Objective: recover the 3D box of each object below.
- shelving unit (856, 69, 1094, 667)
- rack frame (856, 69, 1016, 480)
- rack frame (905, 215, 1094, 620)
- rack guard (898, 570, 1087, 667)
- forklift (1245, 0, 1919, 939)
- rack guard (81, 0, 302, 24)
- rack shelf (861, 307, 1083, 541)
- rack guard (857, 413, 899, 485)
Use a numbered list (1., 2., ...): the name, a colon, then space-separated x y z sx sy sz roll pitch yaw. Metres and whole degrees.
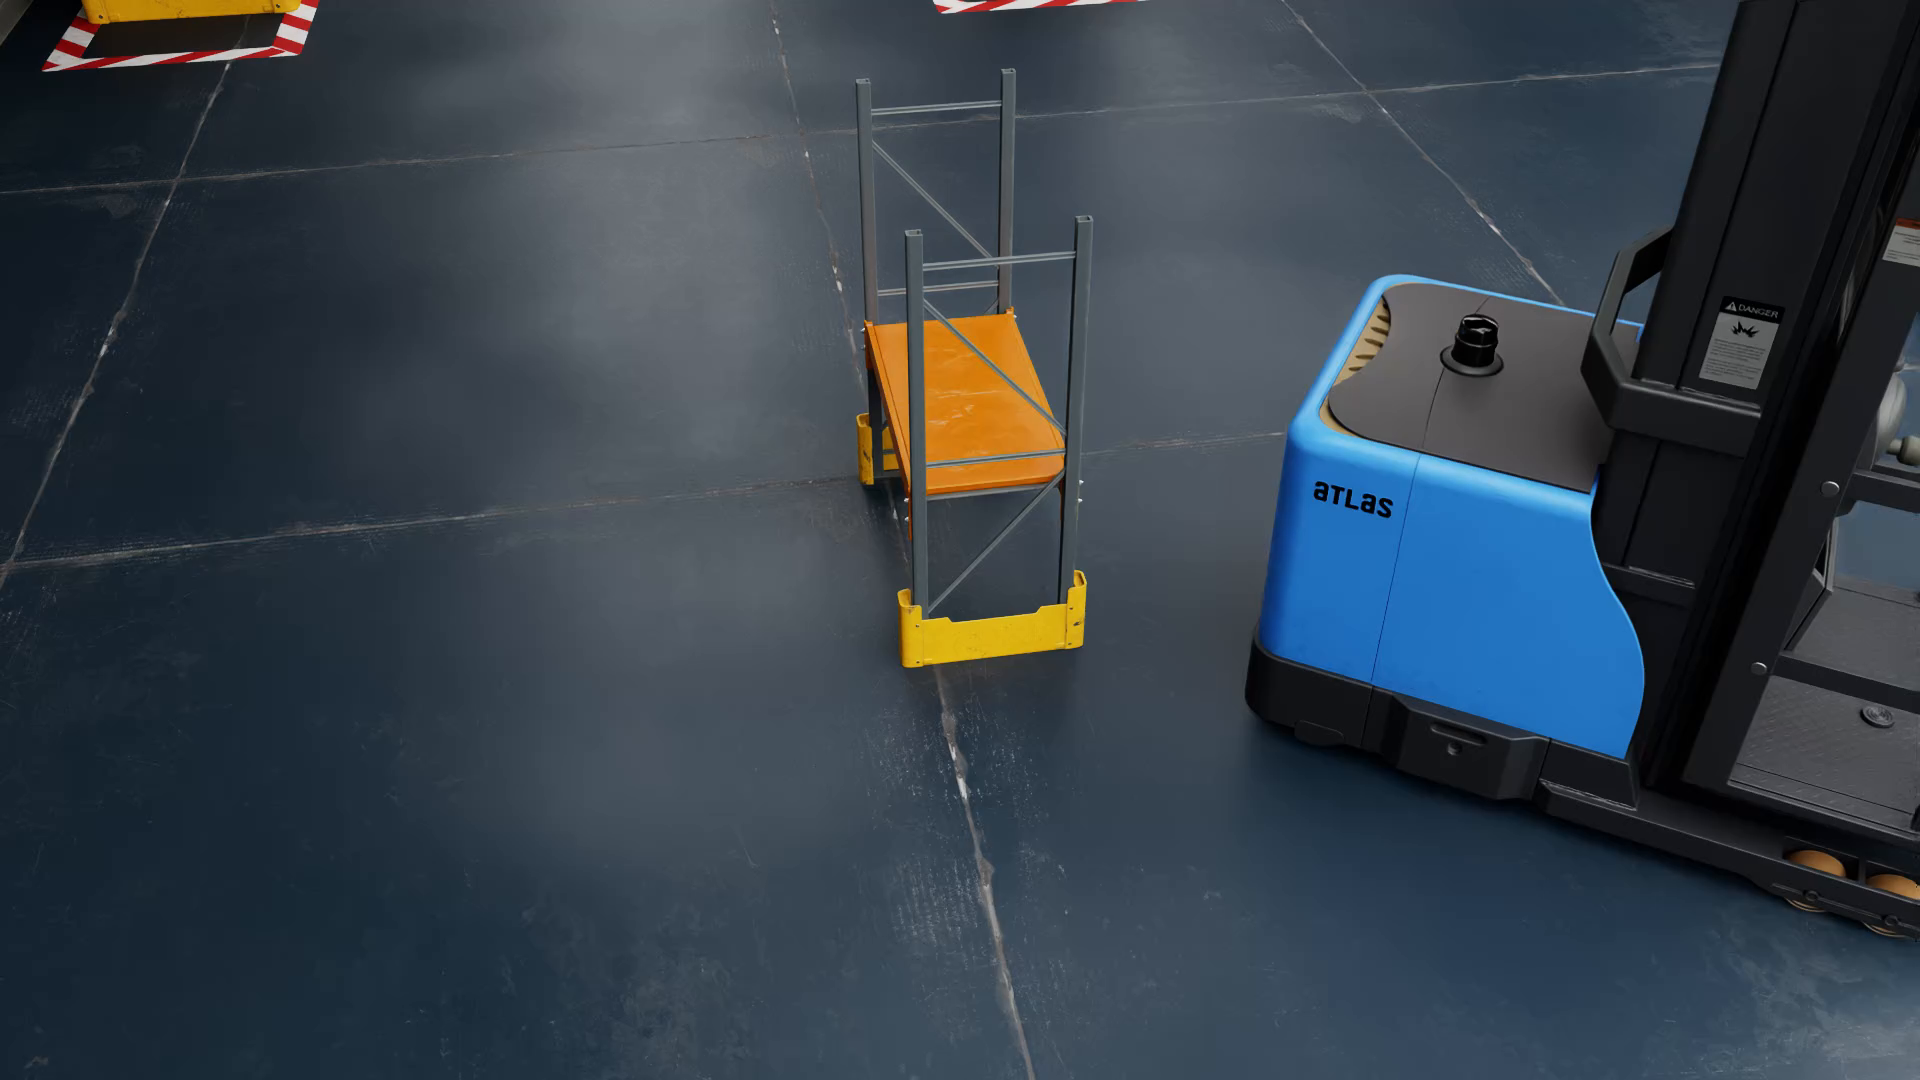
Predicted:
1. shelving unit: 0.013 -0.546 5.231 0.587 1.500 1.083 -6 38 -8
2. rack frame: -0.074 -0.848 5.619 0.500 1.500 0.032 -6 38 -8
3. rack frame: 0.104 -0.234 4.828 0.500 1.500 0.032 -6 38 -8
4. rack guard: 0.101 0.248 5.227 0.587 0.250 0.087 -6 38 -8
5. forklift: 2.417 -0.483 3.983 3.031 2.935 1.130 16 41 20
6. rack guard: -4.484 -3.328 9.626 1.175 0.500 0.348 -6 38 -8
7. rack shelf: 0.015 -0.399 5.334 0.538 0.185 1.000 -6 38 -8
8. rack guard: -0.074 -0.353 6.001 0.587 0.250 0.087 -6 38 -8
